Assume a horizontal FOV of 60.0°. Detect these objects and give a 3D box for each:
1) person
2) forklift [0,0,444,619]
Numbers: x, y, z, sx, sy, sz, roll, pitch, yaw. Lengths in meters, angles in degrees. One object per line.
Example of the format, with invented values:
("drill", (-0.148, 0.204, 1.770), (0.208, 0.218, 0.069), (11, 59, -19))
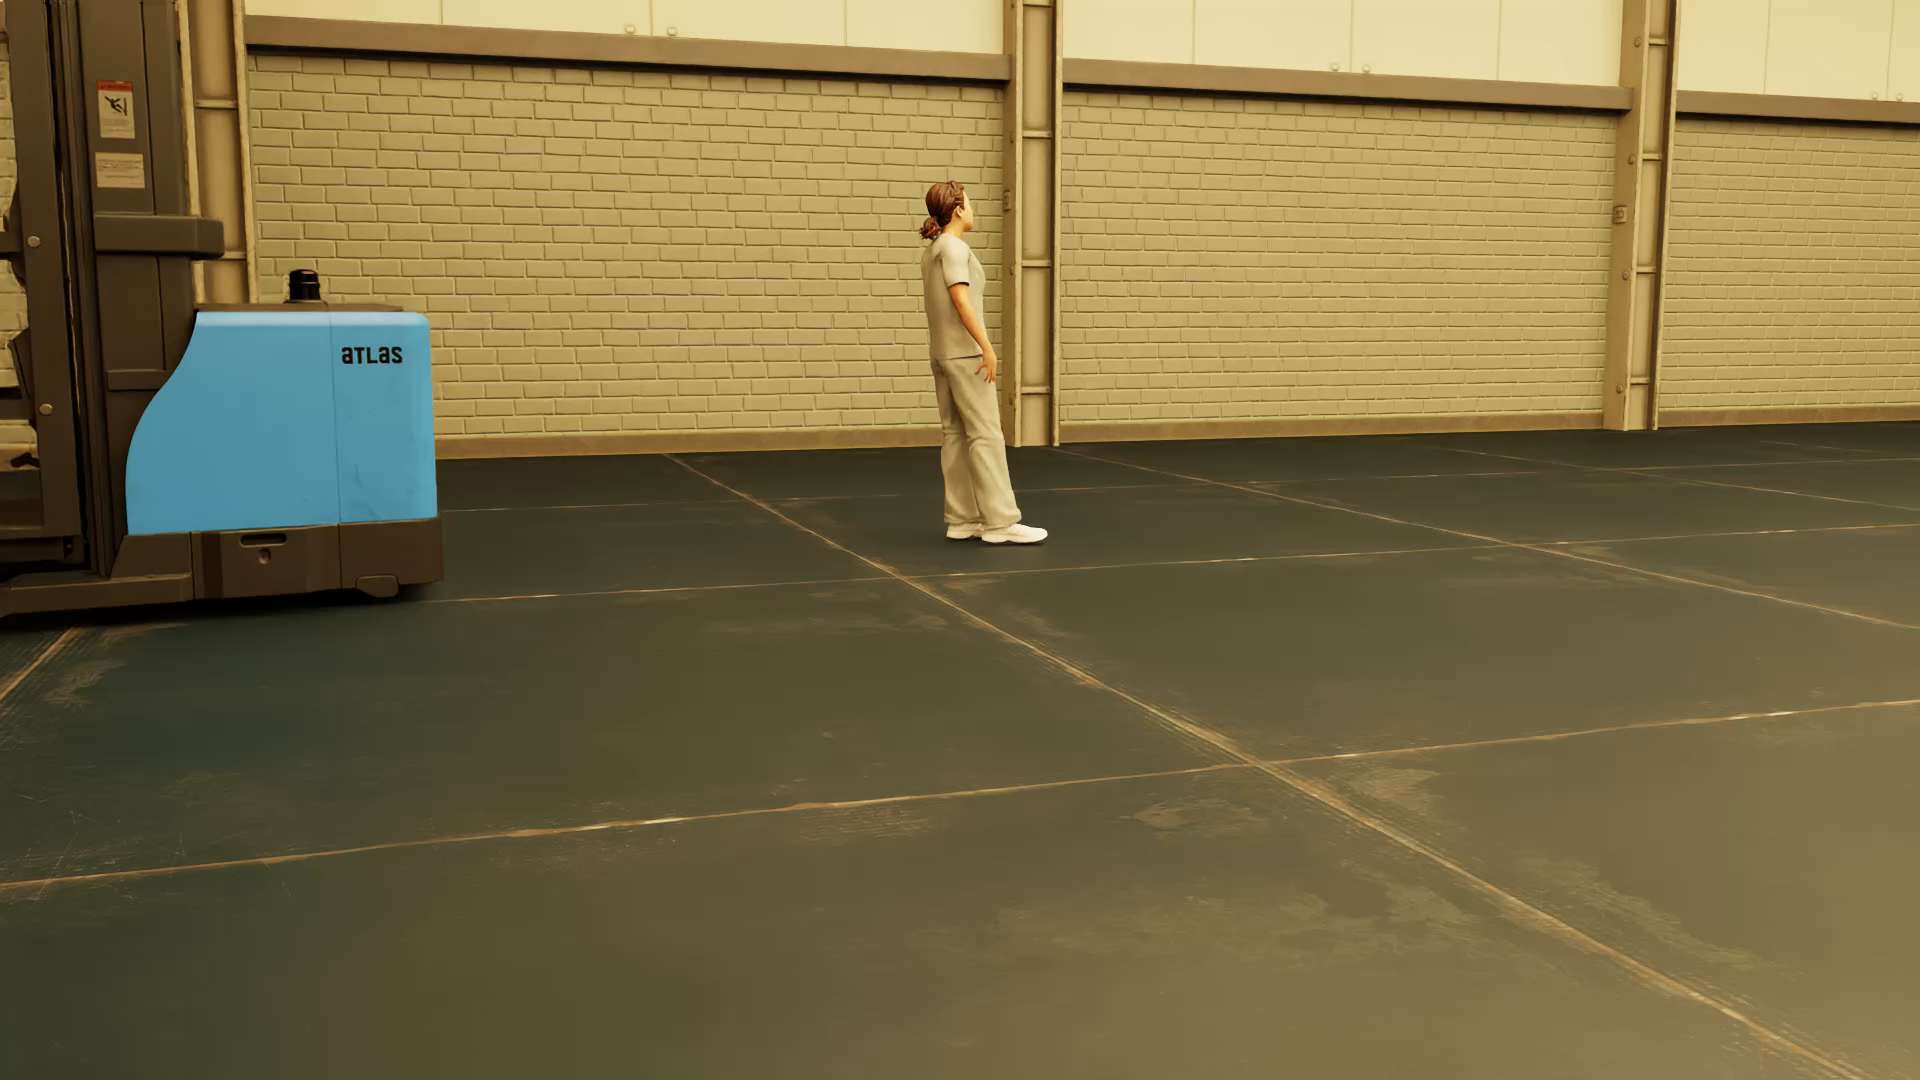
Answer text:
("person", (0.075, -0.839, 7.820), (0.548, 1.673, 0.549), (-3, 8, -18))
("forklift", (-3.505, -1.194, 5.827), (3.031, 2.935, 1.130), (-4, 9, -27))
